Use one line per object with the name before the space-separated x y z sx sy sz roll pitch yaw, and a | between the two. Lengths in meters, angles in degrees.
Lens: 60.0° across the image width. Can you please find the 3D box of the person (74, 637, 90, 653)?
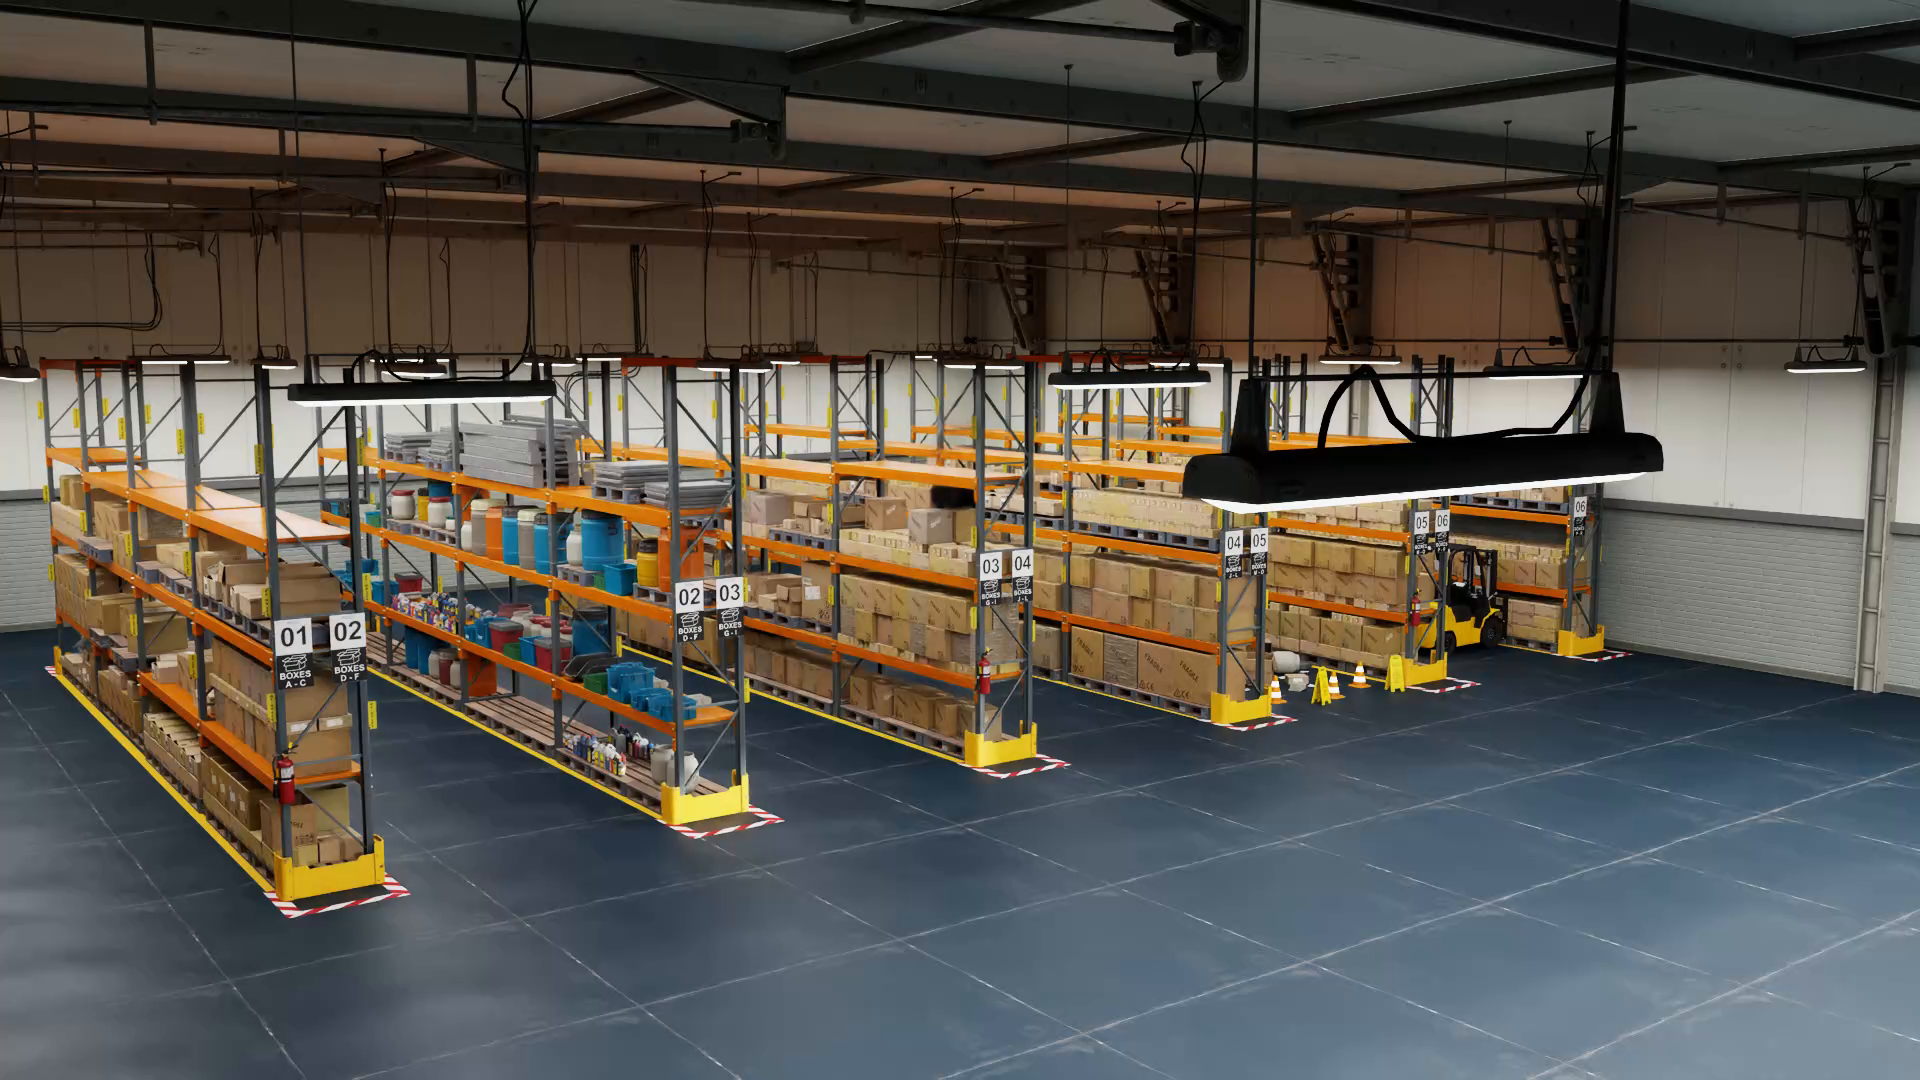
person | -17.262 1.508 33.266 0.906 1.706 0.609 -3 7 -21

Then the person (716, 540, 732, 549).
person | -5.965 0.597 41.237 0.526 1.637 0.586 -5 8 -34

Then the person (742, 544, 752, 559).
person | -5.510 0.471 42.116 0.580 1.666 0.688 4 8 32
